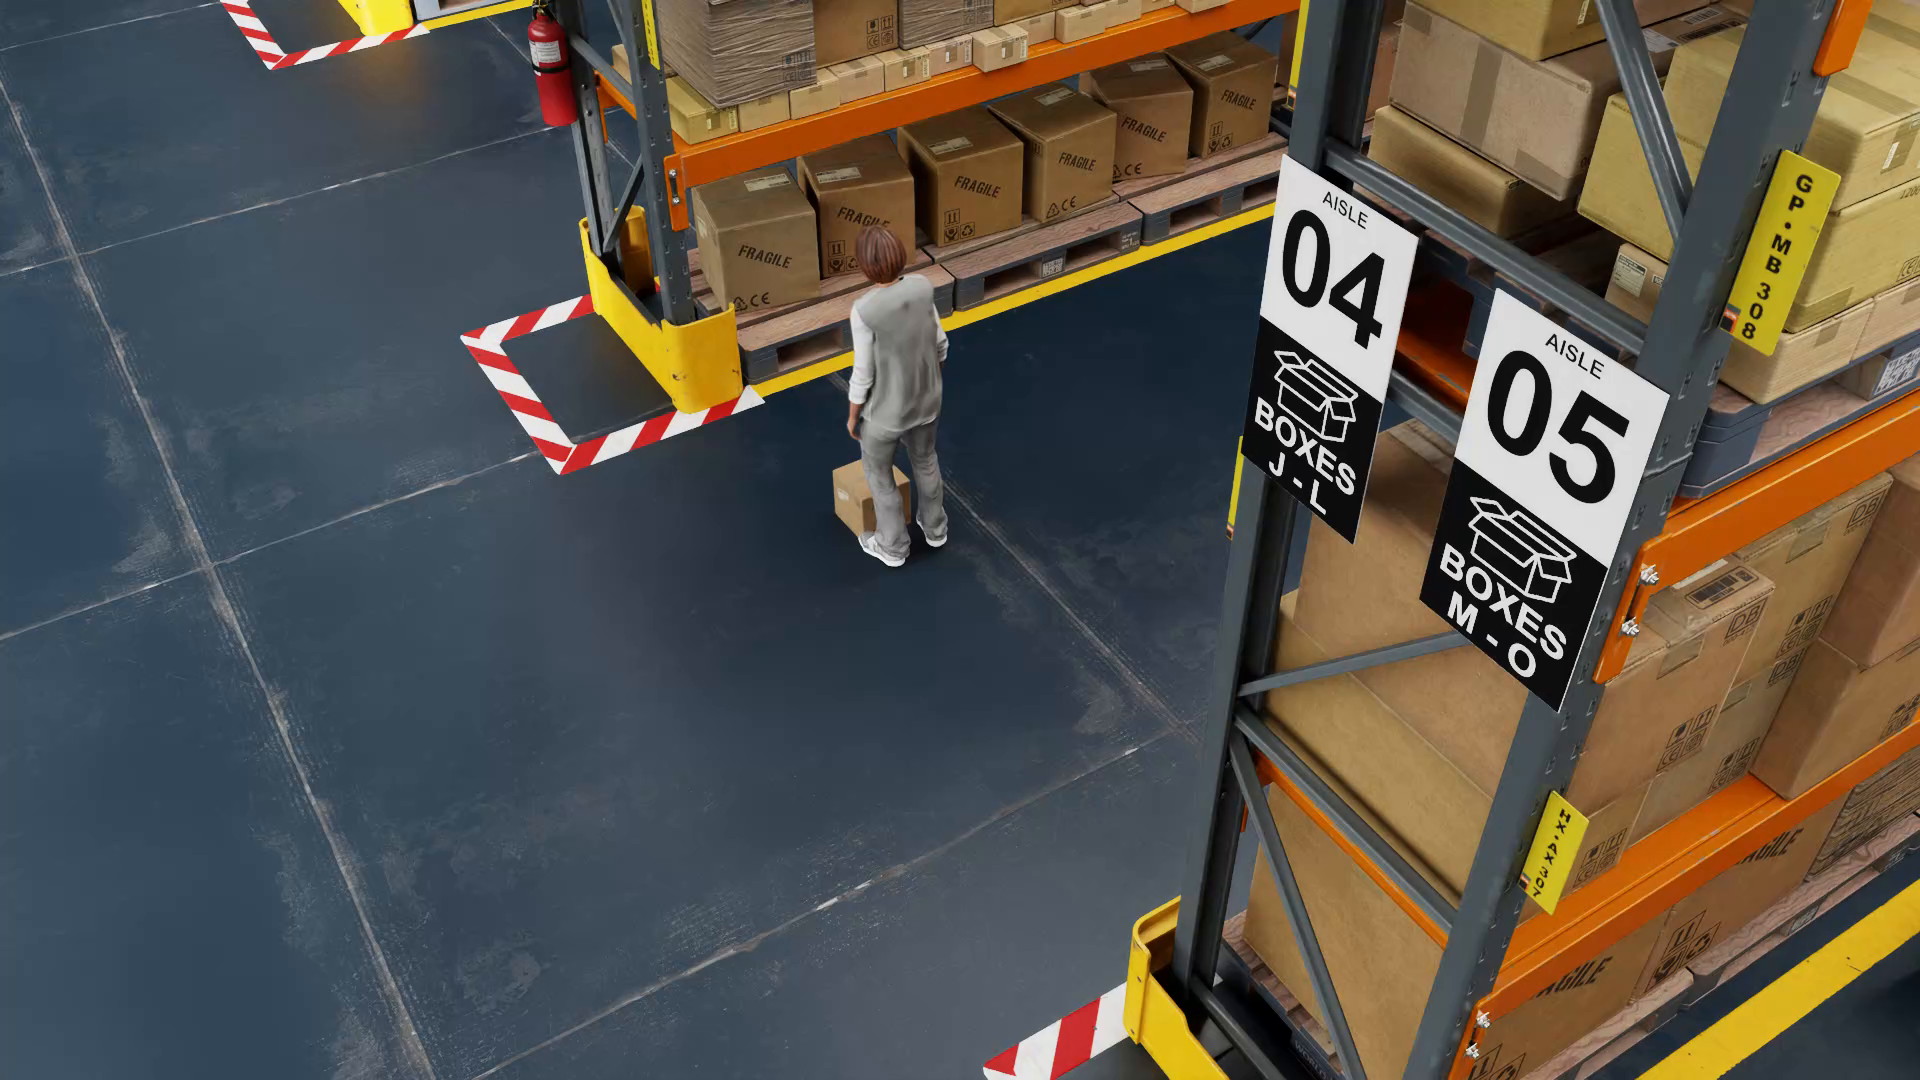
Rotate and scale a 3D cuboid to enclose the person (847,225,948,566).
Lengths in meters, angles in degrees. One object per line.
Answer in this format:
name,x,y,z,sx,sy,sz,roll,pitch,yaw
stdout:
person,-0.253,-0.556,6.809,0.480,1.579,0.347,-26,47,-26
